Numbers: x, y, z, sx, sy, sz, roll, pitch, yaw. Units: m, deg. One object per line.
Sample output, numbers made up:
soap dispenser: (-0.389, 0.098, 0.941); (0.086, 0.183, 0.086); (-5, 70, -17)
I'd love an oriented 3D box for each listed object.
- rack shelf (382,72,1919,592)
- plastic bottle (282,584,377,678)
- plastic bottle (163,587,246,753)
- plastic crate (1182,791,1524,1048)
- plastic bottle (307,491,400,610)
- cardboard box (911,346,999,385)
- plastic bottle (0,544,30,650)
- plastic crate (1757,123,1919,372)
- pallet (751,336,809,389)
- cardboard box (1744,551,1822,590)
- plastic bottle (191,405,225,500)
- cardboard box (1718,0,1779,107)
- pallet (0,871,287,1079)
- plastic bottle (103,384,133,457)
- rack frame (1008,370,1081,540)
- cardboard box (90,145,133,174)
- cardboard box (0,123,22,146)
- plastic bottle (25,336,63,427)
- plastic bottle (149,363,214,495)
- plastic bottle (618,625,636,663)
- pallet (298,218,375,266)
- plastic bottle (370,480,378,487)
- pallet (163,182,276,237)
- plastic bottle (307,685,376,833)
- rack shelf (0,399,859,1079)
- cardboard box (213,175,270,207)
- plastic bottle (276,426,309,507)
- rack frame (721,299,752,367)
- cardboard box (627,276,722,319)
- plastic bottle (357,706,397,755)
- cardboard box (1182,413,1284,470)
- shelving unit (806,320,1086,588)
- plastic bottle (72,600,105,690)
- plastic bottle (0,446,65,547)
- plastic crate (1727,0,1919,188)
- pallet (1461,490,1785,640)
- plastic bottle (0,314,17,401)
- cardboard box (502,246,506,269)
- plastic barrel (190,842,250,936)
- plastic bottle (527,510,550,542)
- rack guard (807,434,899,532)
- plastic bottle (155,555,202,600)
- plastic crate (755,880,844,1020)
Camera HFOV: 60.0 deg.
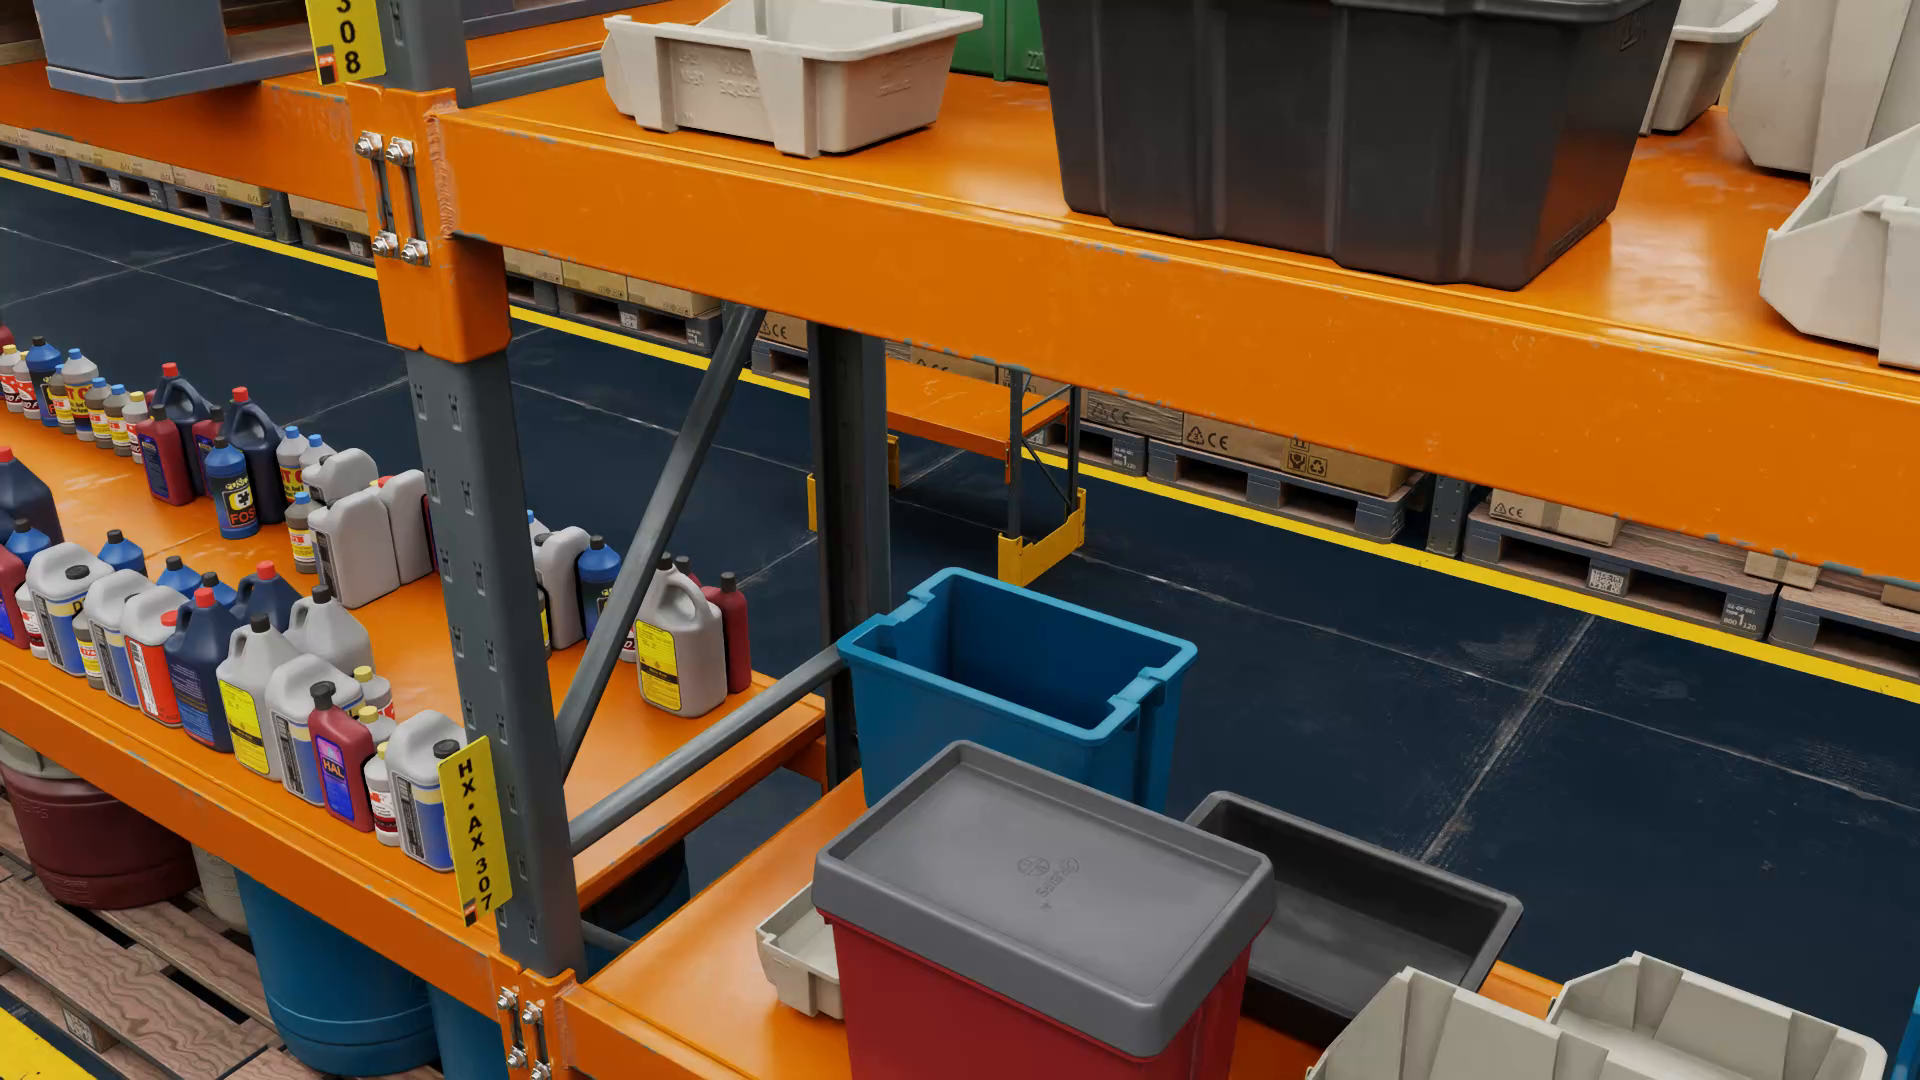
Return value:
rack shelf: (1.175, -0.108, 1.642); (4.000, 0.370, 1.077); (17, 32, 30)
plastic bottle: (-1.334, 0.249, 3.508); (0.185, 0.351, 0.144); (17, 32, 30)
plastic bottle: (-1.568, 0.255, 3.496); (0.185, 0.351, 0.144); (17, 32, 30)
plastic crate: (0.602, 0.677, 2.849); (0.590, 0.125, 0.437); (17, 32, 30)
plastic bottle: (-1.488, 0.007, 4.065); (0.135, 0.276, 0.152); (17, 32, 30)
cardboard box: (0.096, -1.079, 8.334); (0.500, 0.500, 0.500); (17, 31, 30)
plastic bottle: (-2.216, 0.106, 3.863); (0.133, 0.283, 0.061); (17, 32, 30)
plastic crate: (0.980, -0.236, 1.389); (0.530, 0.136, 0.437); (17, 32, 30)
pallet: (-0.369, -1.035, 9.051); (1.213, 0.211, 1.003); (17, 32, 30)
cardboard box: (3.277, 0.017, 6.548); (0.250, 0.166, 0.380); (17, 32, 30)
plastic bottle: (-2.025, -0.238, 4.540); (0.133, 0.283, 0.061); (17, 32, 30)
cardboard box: (2.989, -1.588, 5.851); (0.500, 0.500, 0.500); (16, 31, 29)
pallet: (-2.095, 1.110, 4.835); (1.213, 0.211, 1.003); (17, 32, 30)
plastic bottle: (-2.439, -0.354, 4.858); (0.097, 0.201, 0.097); (0, 27, 0)
rack frame: (0.349, -0.560, 6.696); (0.032, 1.500, 0.500); (17, 32, 30)
cardboard box: (-6.005, -2.893, 12.196); (0.500, 0.250, 0.500); (17, 32, 30)
cardboard box: (-7.241, -3.279, 12.954); (0.500, 0.250, 0.500); (17, 32, 30)
plastic bottle: (-2.760, -0.485, 5.038); (0.097, 0.271, 0.097); (0, 27, 0)
plastic bottle: (-2.146, -0.317, 4.619); (0.185, 0.351, 0.144); (17, 32, 30)
plastic bottle: (-0.749, 0.172, 3.824); (0.097, 0.201, 0.097); (0, 27, 0)
pallet: (-3.631, -2.094, 11.131); (1.213, 0.211, 1.003); (17, 32, 30)
plastic bottle: (-1.482, -0.056, 4.272); (0.097, 0.201, 0.097); (0, 27, 0)
pallet: (-4.892, -2.488, 11.906); (1.213, 0.211, 1.003); (17, 32, 30)
plastic bottle: (-1.198, 0.424, 3.239); (0.133, 0.283, 0.061); (17, 32, 30)
rack shelf: (-2.122, 0.201, 4.340); (4.000, 0.370, 1.077); (17, 32, 30)
cardboard box: (-4.766, -2.510, 11.443); (0.500, 0.250, 0.500); (17, 32, 30)
plastic bottle: (-1.754, -0.172, 4.423); (0.097, 0.271, 0.097); (0, 27, 0)
rack frame: (-0.963, -2.484, 8.823); (0.127, 3.000, 1.000); (17, 32, 30)
cardboard box: (-1.535, -1.489, 9.438); (0.500, 0.250, 0.500); (18, 32, 31)
plastic bottle: (-1.168, 0.426, 3.325); (0.097, 0.201, 0.097); (0, 27, 0)
cardboard box: (1.363, -0.688, 7.566); (0.500, 0.500, 0.500); (17, 32, 30)
shelving unit: (-0.063, -0.688, 6.948); (1.083, 1.500, 0.587); (17, 32, 30)
plastic bottle: (-1.920, 0.225, 3.720); (0.097, 0.201, 0.097); (0, 27, 0)
plastic bottle: (-2.349, -0.072, 4.138); (0.185, 0.351, 0.144); (17, 32, 30)
plastic crate: (1.172, -0.547, 1.841); (0.530, 0.282, 0.437); (17, 32, 30)
pallet: (2.900, -0.037, 7.090); (1.213, 0.211, 1.003); (17, 32, 30)
plastic bottle: (-3.005, -0.577, 5.206); (0.133, 0.283, 0.061); (17, 32, 30)
cardboard box: (-2.800, -1.882, 10.209); (0.500, 0.250, 0.500); (18, 32, 31)
plastic barrel: (-1.910, 0.810, 4.632); (0.421, 0.512, 0.421); (0, 27, 0)
plastic bottle: (-1.021, 0.056, 3.974); (0.097, 0.271, 0.097); (0, 27, 0)
rack guard: (-0.473, -0.259, 7.483); (0.087, 0.250, 0.587); (17, 32, 30)
plastic bottle: (-1.753, 0.162, 3.766); (0.097, 0.271, 0.097); (0, 27, 0)
plastic crate: (-0.170, 0.658, 2.874); (0.243, 0.136, 0.396); (17, 32, 30)
